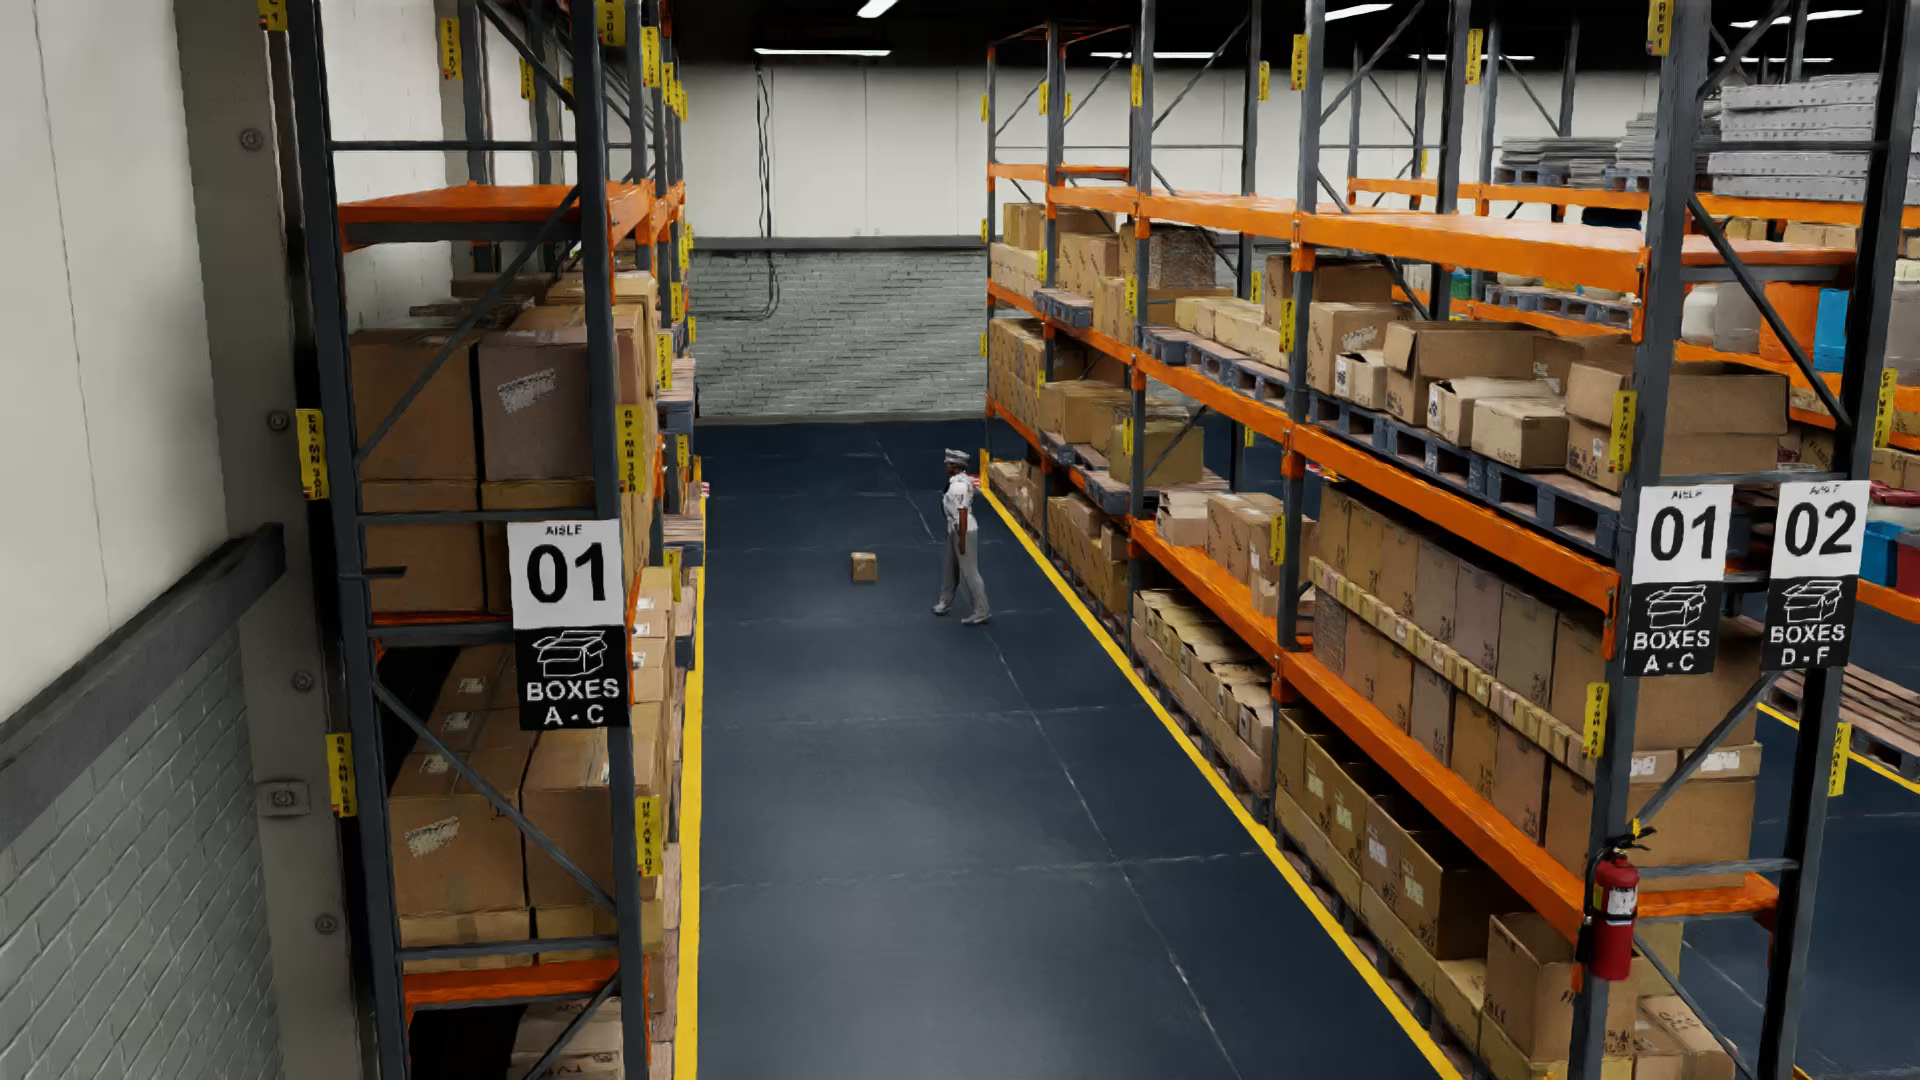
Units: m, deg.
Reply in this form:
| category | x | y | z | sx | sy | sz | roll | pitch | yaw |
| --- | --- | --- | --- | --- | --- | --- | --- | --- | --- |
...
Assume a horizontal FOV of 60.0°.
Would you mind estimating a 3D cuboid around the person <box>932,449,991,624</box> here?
| category | x | y | z | sx | sy | sz | roll | pitch | yaw |
| --- | --- | --- | --- | --- | --- | --- | --- | --- | --- |
| person | 0.005 | -0.044 | 16.198 | 0.562 | 1.669 | 0.580 | 0 | 13 | -2 |
